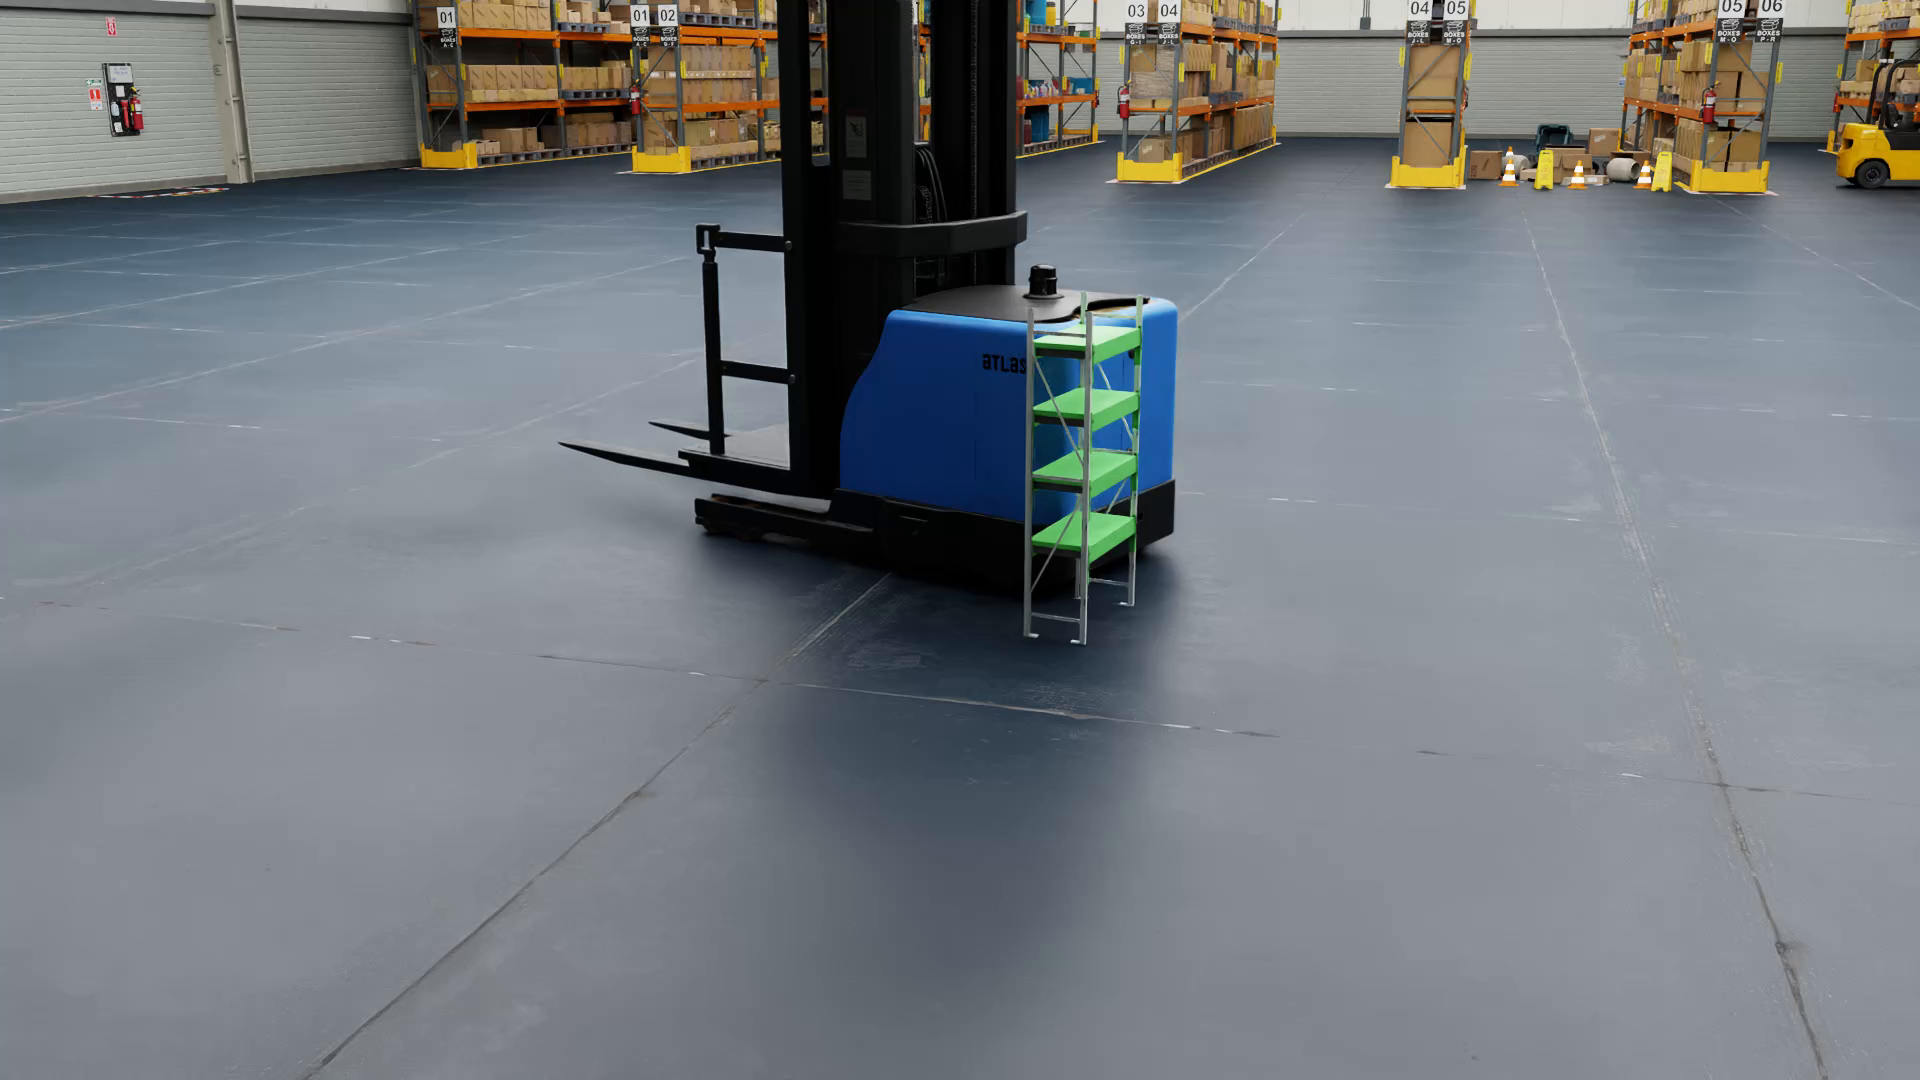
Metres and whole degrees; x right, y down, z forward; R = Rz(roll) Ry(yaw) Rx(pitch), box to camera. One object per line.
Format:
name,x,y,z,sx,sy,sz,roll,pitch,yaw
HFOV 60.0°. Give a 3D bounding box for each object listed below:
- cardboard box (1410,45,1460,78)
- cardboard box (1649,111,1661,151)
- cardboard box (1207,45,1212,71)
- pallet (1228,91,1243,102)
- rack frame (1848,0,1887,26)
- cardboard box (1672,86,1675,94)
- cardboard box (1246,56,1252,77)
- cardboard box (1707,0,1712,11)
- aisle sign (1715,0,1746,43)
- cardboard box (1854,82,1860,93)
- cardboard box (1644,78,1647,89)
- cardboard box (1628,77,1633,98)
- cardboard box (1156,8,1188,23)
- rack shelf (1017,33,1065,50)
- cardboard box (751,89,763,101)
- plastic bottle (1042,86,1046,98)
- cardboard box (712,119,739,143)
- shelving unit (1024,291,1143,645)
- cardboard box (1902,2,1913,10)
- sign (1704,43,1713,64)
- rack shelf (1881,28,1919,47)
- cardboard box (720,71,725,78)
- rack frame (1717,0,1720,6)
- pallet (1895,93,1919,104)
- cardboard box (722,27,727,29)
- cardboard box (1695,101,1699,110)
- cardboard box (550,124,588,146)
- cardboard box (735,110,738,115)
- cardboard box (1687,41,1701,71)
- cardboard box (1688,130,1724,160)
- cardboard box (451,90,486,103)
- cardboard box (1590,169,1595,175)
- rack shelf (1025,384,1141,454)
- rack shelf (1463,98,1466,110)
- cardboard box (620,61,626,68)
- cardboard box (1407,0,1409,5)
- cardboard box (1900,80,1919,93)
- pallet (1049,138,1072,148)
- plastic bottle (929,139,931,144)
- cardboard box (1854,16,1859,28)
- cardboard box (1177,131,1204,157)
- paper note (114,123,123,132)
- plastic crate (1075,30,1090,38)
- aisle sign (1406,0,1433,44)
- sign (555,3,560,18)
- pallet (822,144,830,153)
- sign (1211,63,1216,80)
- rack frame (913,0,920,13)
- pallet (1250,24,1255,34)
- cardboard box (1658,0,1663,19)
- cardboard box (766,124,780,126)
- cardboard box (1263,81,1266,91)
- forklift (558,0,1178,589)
cardboard box,8.363,-8.388,29.153,0.875,0.550,0.550,5,16,16
cardboard box,15.802,-9.025,36.777,0.875,0.875,0.875,5,17,17
cardboard box,4.767,-9.693,33.447,0.500,0.500,0.500,5,16,16
pallet,5.667,-9.920,37.157,1.213,0.211,1.003,5,16,16
rack frame,22.302,-14.033,40.315,1.000,3.000,0.127,5,16,16
cardboard box,14.213,-8.834,32.668,0.380,0.149,0.250,5,17,16
cardboard box,6.731,-11.616,40.765,0.797,0.503,0.637,4,16,14
cardboard box,13.040,-9.145,28.305,0.500,0.250,0.500,4,16,15
aisle sign,12.700,-8.602,27.396,0.394,0.787,0.004,5,16,16
cardboard box,21.506,-10.720,39.358,0.500,0.250,0.500,4,16,14
cardboard box,15.720,-10.291,37.474,0.500,0.250,0.500,5,17,17
cardboard box,16.852,-11.210,41.171,0.500,0.500,0.500,5,16,16
cardboard box,3.879,-9.591,30.423,0.500,0.250,0.500,5,17,18
rack shelf,1.587,-12.211,40.705,1.077,0.370,4.000,5,16,16
cardboard box,-4.768,-9.990,37.326,0.500,0.250,0.500,6,17,19
plastic bottle,2.068,-11.187,41.500,0.152,0.276,0.135,5,16,16
cardboard box,-5.080,-8.770,35.648,0.500,0.500,0.500,5,16,16
shelving unit,0.454,-0.275,6.100,0.258,1.200,0.503,8,18,25
cardboard box,20.279,-11.365,35.365,0.380,0.149,0.250,5,17,16
sign,12.469,-8.103,27.698,0.100,0.325,0.005,5,16,16
rack shelf,20.597,-10.675,35.288,1.077,0.370,4.000,5,16,16
cardboard box,-5.173,-9.800,35.012,0.380,0.149,0.250,5,17,18
rack frame,12.995,-10.231,26.910,1.000,3.000,0.127,5,16,16
pallet,20.154,-9.145,34.425,1.213,0.211,1.003,5,16,16
cardboard box,-6.736,-14.319,46.141,0.500,0.250,0.500,4,16,15
cardboard box,13.000,-7.549,28.907,0.380,0.149,0.250,5,17,17
cardboard box,-9.325,-9.655,39.646,0.700,0.500,0.500,4,16,15
cardboard box,-6.680,-12.423,48.253,0.380,0.149,0.250,5,17,16
cardboard box,13.129,-8.441,29.033,0.700,0.500,0.500,4,16,15
cardboard box,13.118,-6.952,29.237,0.500,0.500,0.500,5,17,18
cardboard box,-10.310,-9.307,34.882,0.500,0.250,0.500,4,16,14
cardboard box,11.843,-7.030,31.627,0.258,0.266,0.396,-7,17,-23
rack shelf,0.454,-0.444,6.052,0.258,0.148,0.480,8,18,25
rack shelf,12.199,-11.019,42.001,1.077,0.370,4.000,5,16,16
cardboard box,-8.549,-11.838,41.392,0.380,0.149,0.250,2,16,9
cardboard box,7.990,-9.388,28.942,0.380,0.149,0.250,5,16,16
cardboard box,20.018,-9.485,34.779,0.500,0.250,0.500,4,16,13
pallet,2.327,-10.491,43.931,1.003,0.211,1.213,5,16,16
plastic bottle,-0.607,-8.291,35.113,0.144,0.351,0.185,5,16,16
cardboard box,21.790,-12.432,39.895,0.500,0.250,0.500,5,17,17
cardboard box,4.826,-8.328,34.969,0.700,0.500,0.500,3,16,12
paper note,-13.944,-6.838,27.556,0.016,0.148,0.142,5,16,16
plastic crate,3.286,-13.745,45.182,0.450,0.188,0.336,5,16,16
aisle sign,7.913,-8.958,28.651,0.394,0.787,0.004,5,16,16
sign,-9.094,-11.964,37.570,0.100,0.325,0.005,5,16,16
pallet,-3.481,-9.827,41.588,1.003,0.211,1.213,5,16,16
sign,5.153,-9.537,33.869,0.100,0.325,0.005,5,16,16
rack frame,-1.255,-11.384,30.974,1.000,3.000,0.127,5,16,16
pallet,6.691,-12.361,40.265,0.805,0.209,1.217,4,16,14
cardboard box,15.368,-11.405,35.593,0.700,0.500,0.500,4,16,13
cardboard box,-4.217,-9.433,38.332,0.500,0.311,0.500,4,16,14
cardboard box,7.577,-11.693,42.785,0.500,0.250,0.500,5,17,17
forklift,-0.569,-1.513,7.291,3.031,2.935,1.130,11,19,34
